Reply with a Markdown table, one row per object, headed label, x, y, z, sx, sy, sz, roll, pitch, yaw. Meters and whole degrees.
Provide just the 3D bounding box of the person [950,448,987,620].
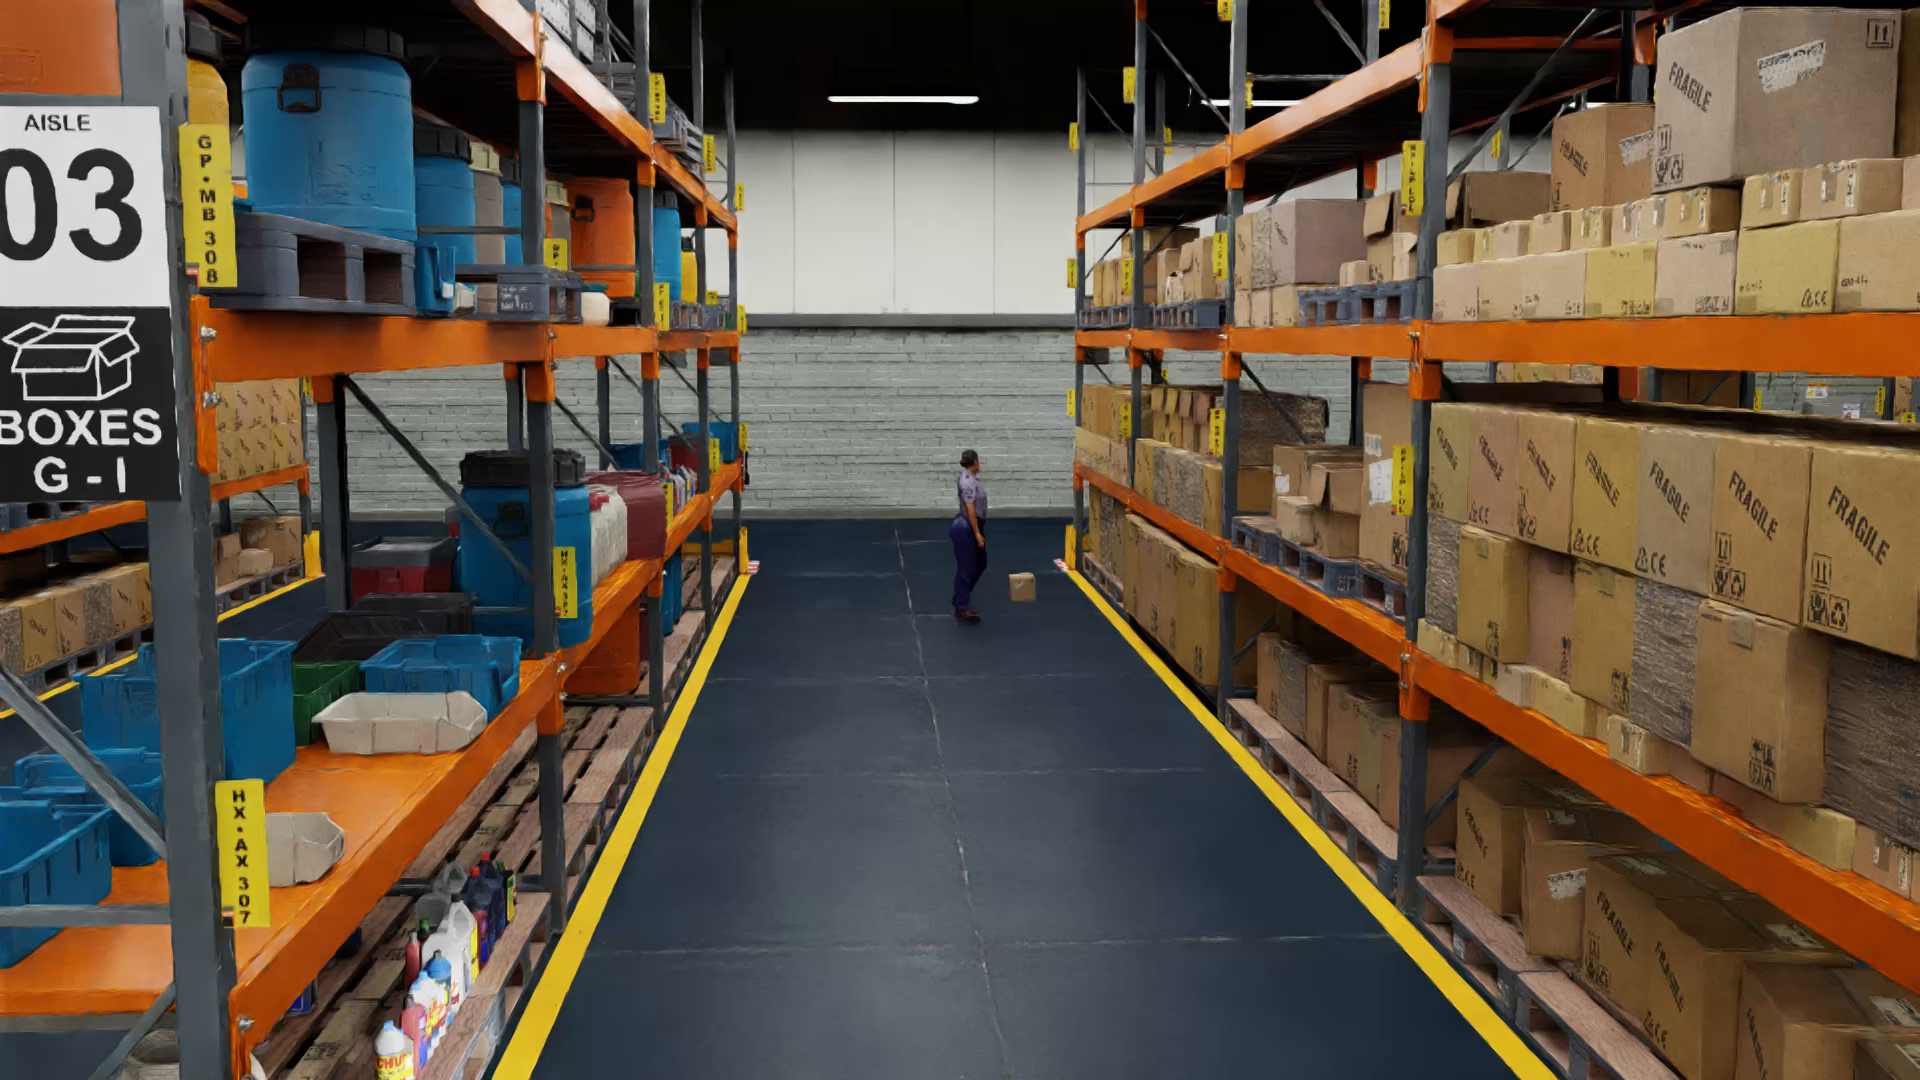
| label | x | y | z | sx | sy | sz | roll | pitch | yaw |
| --- | --- | --- | --- | --- | --- | --- | --- | --- | --- |
| person | 0.078 | -0.061 | 16.262 | 0.371 | 1.665 | 0.575 | 0 | 7 | 3 |
